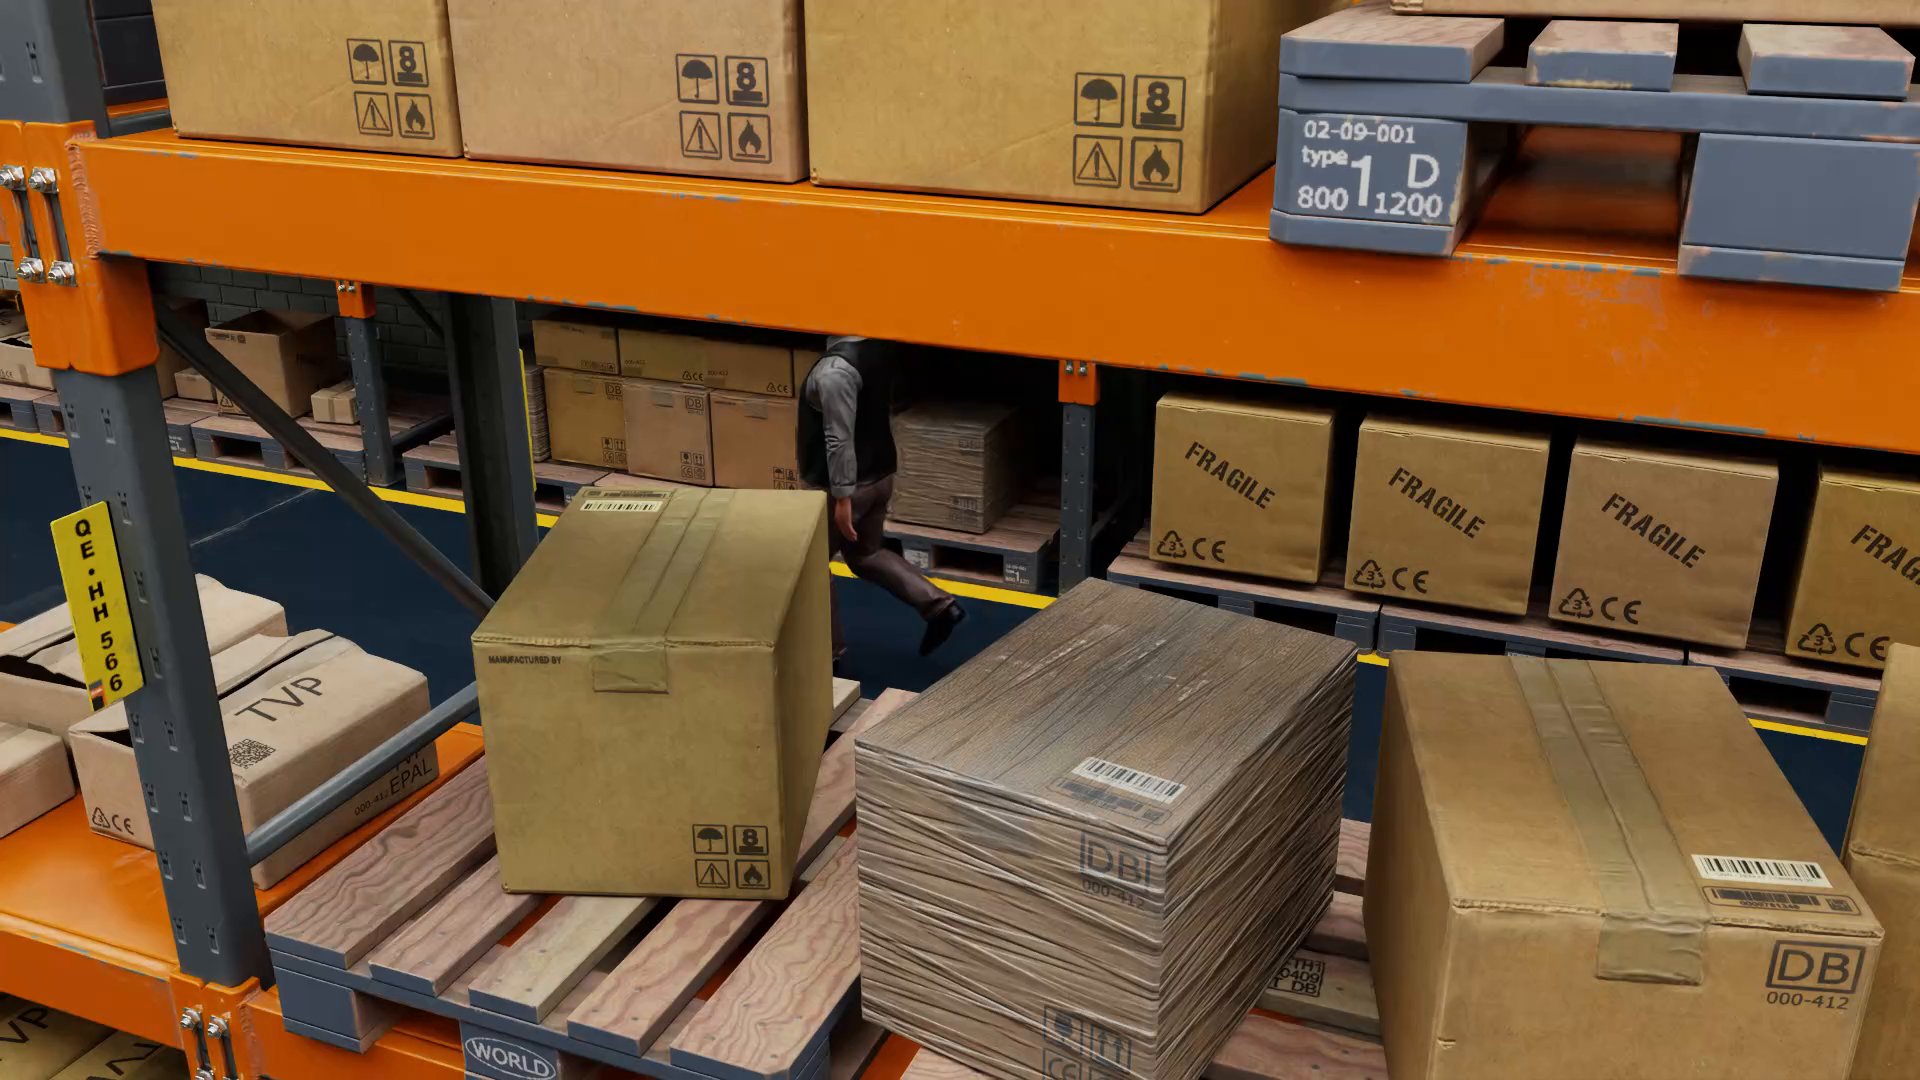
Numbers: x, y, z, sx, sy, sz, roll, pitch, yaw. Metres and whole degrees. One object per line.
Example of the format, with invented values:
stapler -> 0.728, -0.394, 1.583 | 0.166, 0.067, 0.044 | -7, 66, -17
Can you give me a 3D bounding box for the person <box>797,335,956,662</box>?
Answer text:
person -> -0.357, -0.167, 6.702 | 0.654, 1.442, 0.549 | 9, 24, 22
